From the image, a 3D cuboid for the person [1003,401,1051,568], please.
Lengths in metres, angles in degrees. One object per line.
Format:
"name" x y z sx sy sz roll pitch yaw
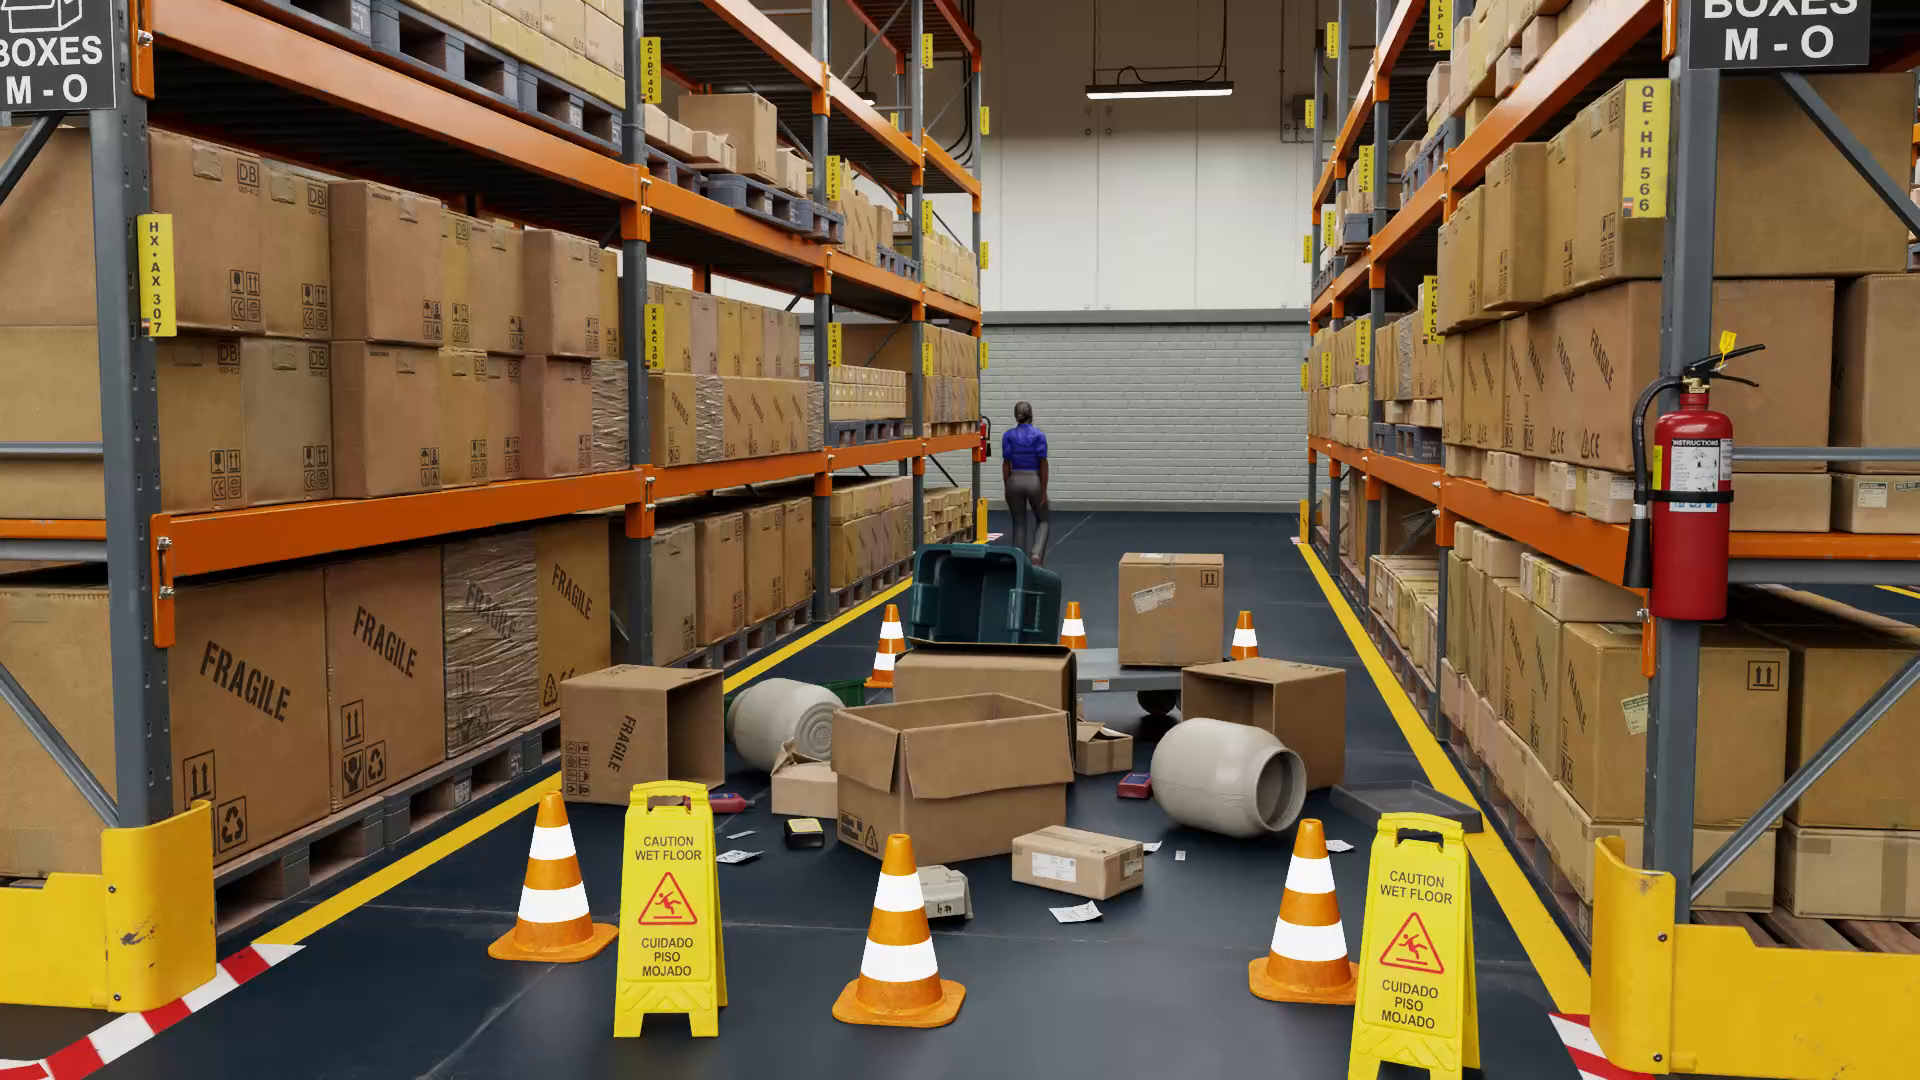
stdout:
"person" 0.623 -0.467 15.578 0.443 1.667 0.425 1 5 11
